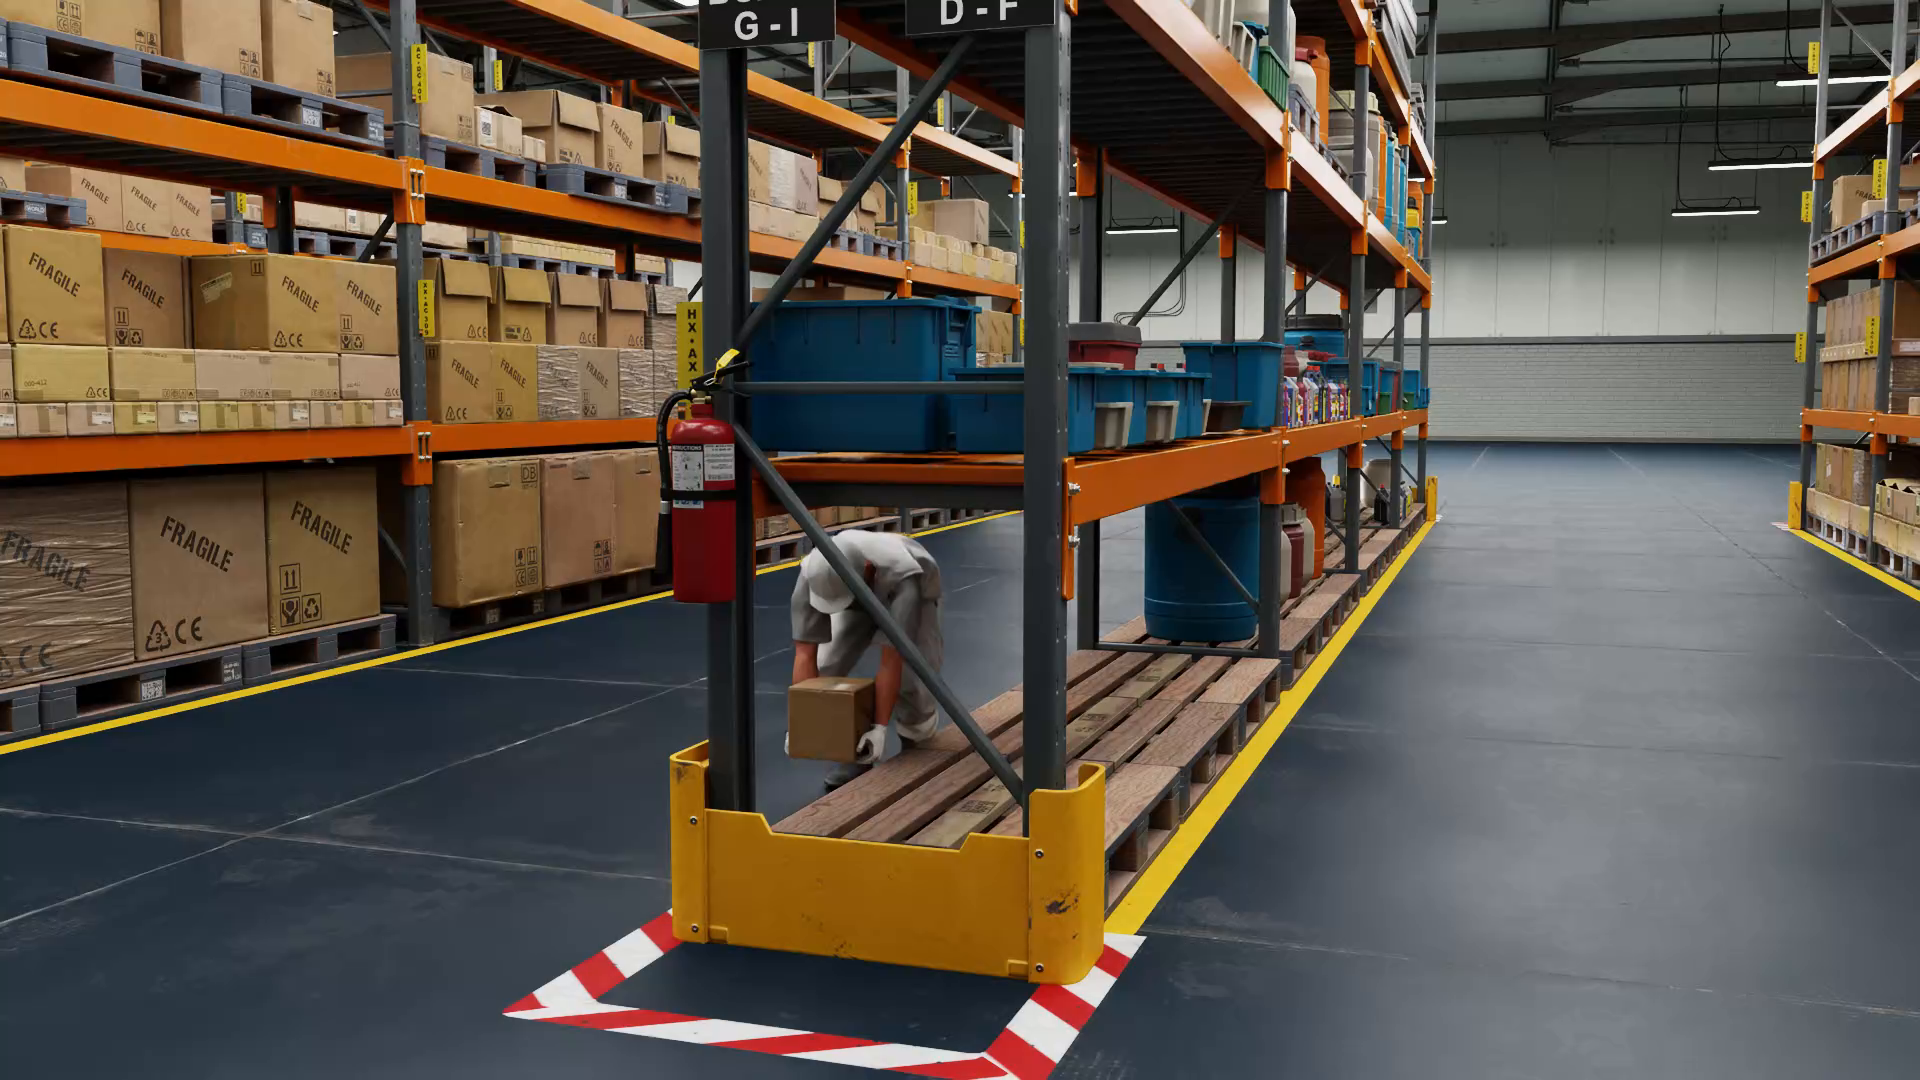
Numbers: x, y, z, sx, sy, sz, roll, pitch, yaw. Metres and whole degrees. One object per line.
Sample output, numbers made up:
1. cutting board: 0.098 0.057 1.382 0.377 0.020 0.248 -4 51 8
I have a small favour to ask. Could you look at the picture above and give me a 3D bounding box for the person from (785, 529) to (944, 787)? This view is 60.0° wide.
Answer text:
1. person: -0.345 0.453 6.139 0.535 1.004 0.957 1 5 16
